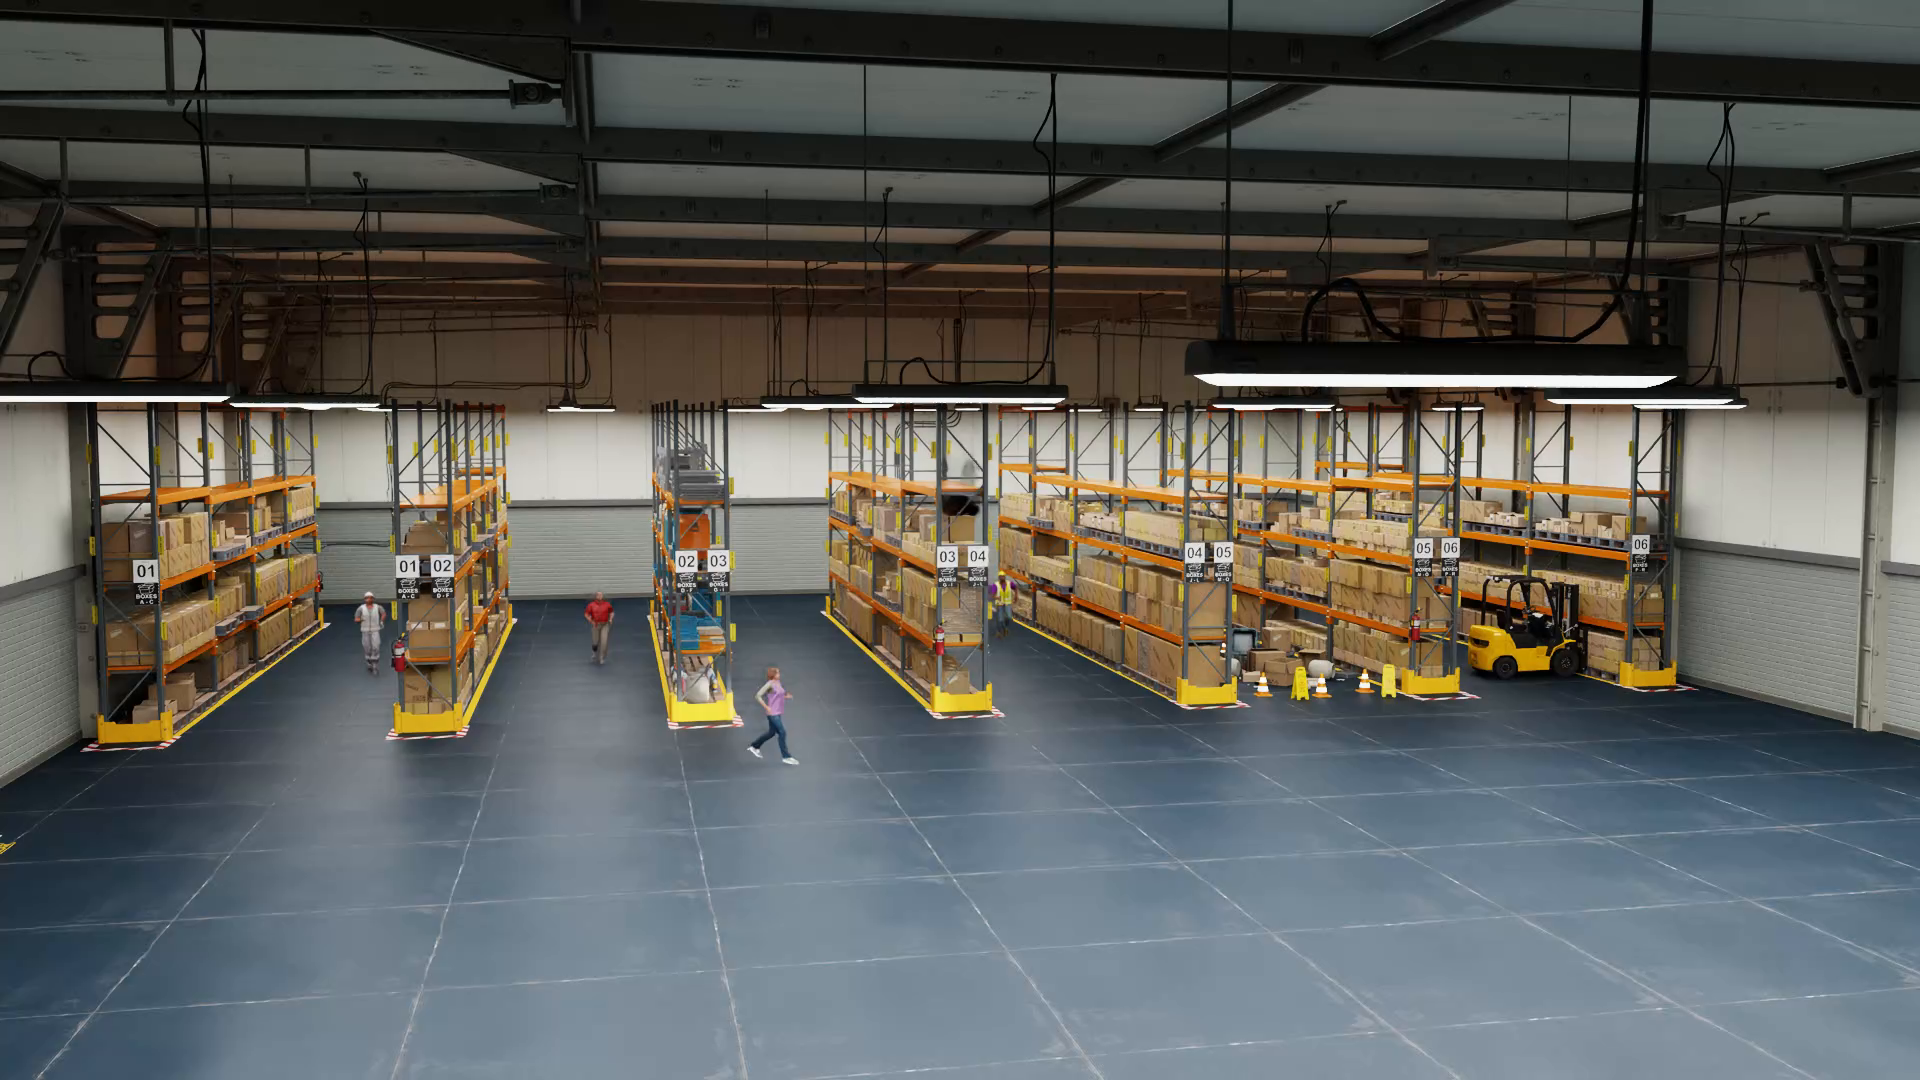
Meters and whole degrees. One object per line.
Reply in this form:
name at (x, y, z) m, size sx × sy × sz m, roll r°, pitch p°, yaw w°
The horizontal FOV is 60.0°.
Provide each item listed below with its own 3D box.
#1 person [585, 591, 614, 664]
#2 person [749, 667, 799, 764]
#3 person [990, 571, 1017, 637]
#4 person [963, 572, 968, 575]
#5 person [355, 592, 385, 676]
person at (-8.274, 2.001, 38.246) m, size 0.665 × 1.676 × 0.671 m, roll -1°, pitch 4°, yaw -17°
person at (-3.051, 2.858, 27.180) m, size 0.890 × 1.583 × 0.525 m, roll 1°, pitch 4°, yaw 12°
person at (1.132, 1.643, 42.474) m, size 0.724 × 1.714 × 0.797 m, roll 0°, pitch 4°, yaw -5°
person at (0.279, 1.190, 48.837) m, size 0.744 × 1.726 × 0.576 m, roll 3°, pitch 5°, yaw 32°
person at (-13.032, 2.061, 36.725) m, size 0.617 × 1.839 × 0.753 m, roll -1°, pitch 5°, yaw -18°
